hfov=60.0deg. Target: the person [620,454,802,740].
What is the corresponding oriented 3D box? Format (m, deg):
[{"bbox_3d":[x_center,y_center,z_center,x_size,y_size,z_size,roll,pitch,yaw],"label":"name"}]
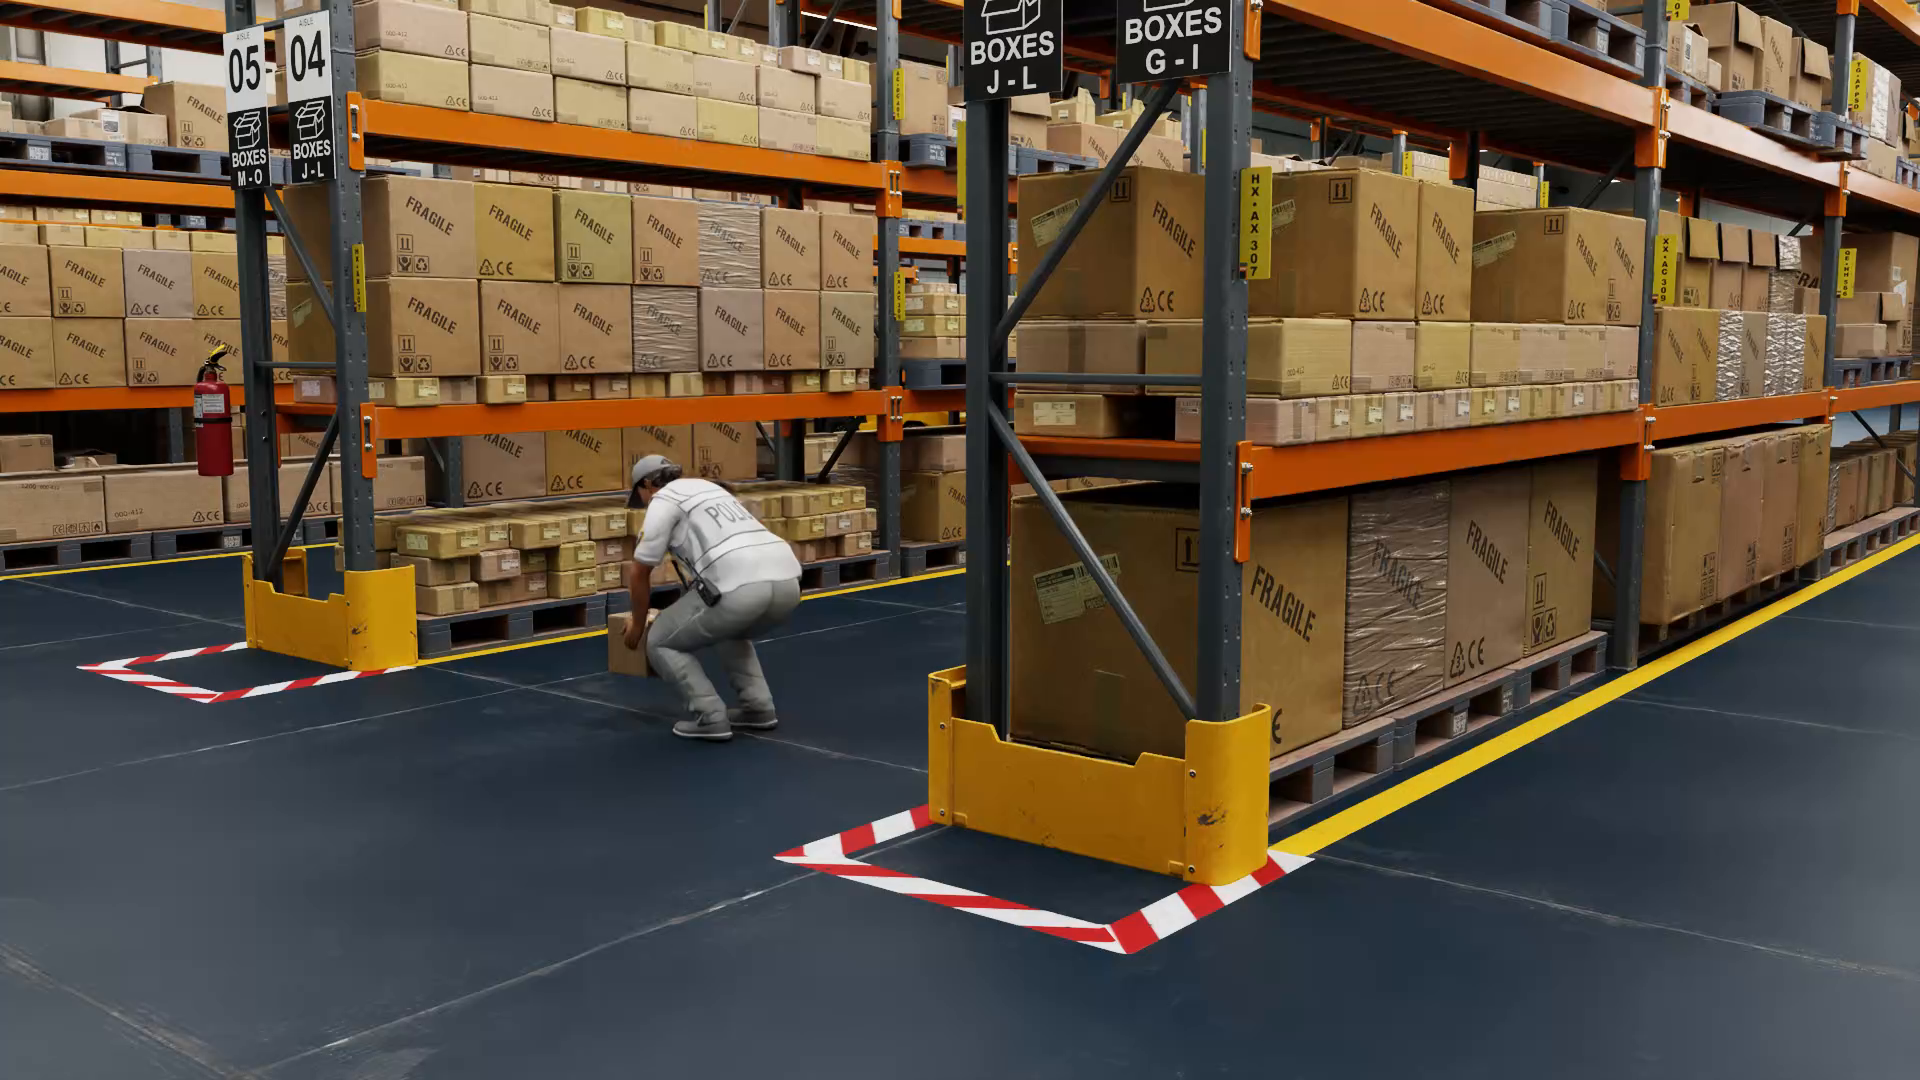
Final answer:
[{"bbox_3d":[-1.063,0.232,6.954,0.817,1.158,0.540,5,9,38],"label":"person"}]
